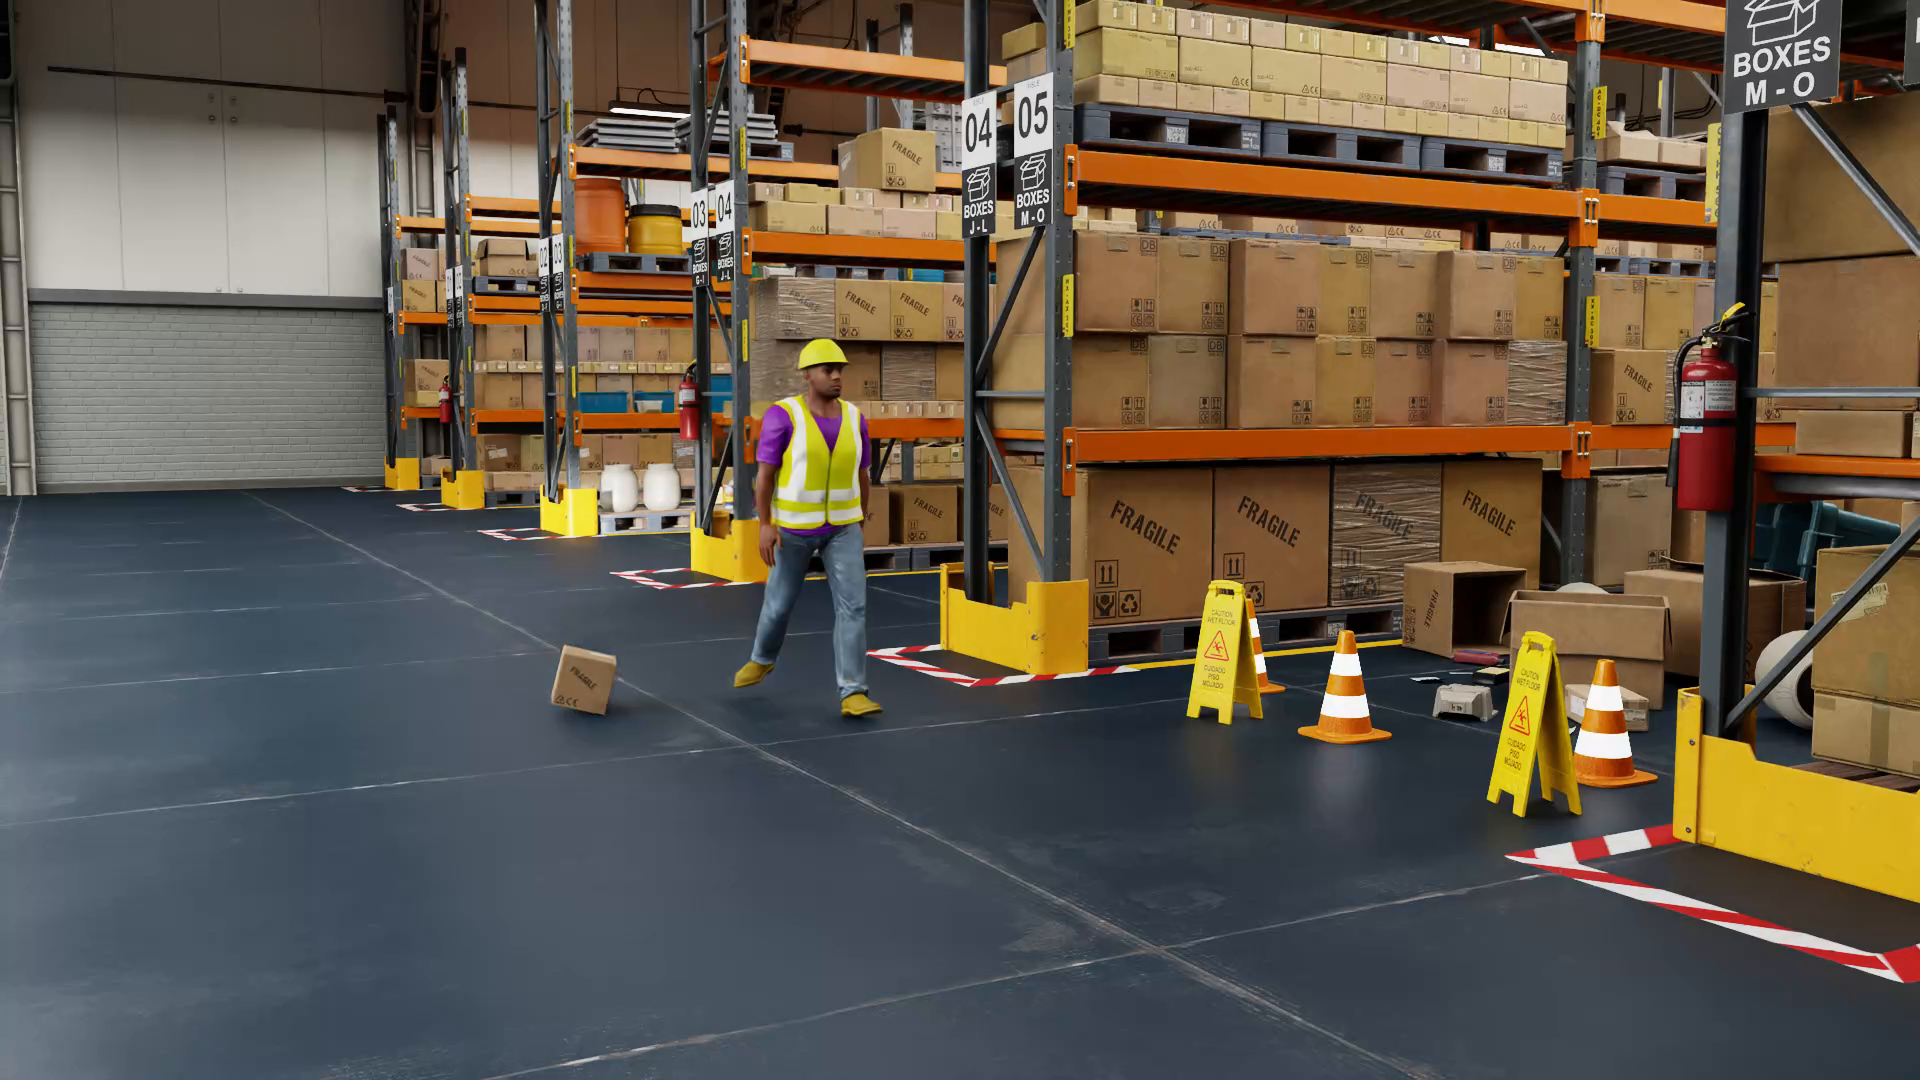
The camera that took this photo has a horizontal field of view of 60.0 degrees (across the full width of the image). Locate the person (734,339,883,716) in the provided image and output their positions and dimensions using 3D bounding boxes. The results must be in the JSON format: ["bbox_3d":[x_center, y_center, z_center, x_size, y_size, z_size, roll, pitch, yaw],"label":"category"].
[{"bbox_3d":[-0.713,-0.064,7.848,0.603,1.753,0.920,-2,5,-22],"label":"person"}]
